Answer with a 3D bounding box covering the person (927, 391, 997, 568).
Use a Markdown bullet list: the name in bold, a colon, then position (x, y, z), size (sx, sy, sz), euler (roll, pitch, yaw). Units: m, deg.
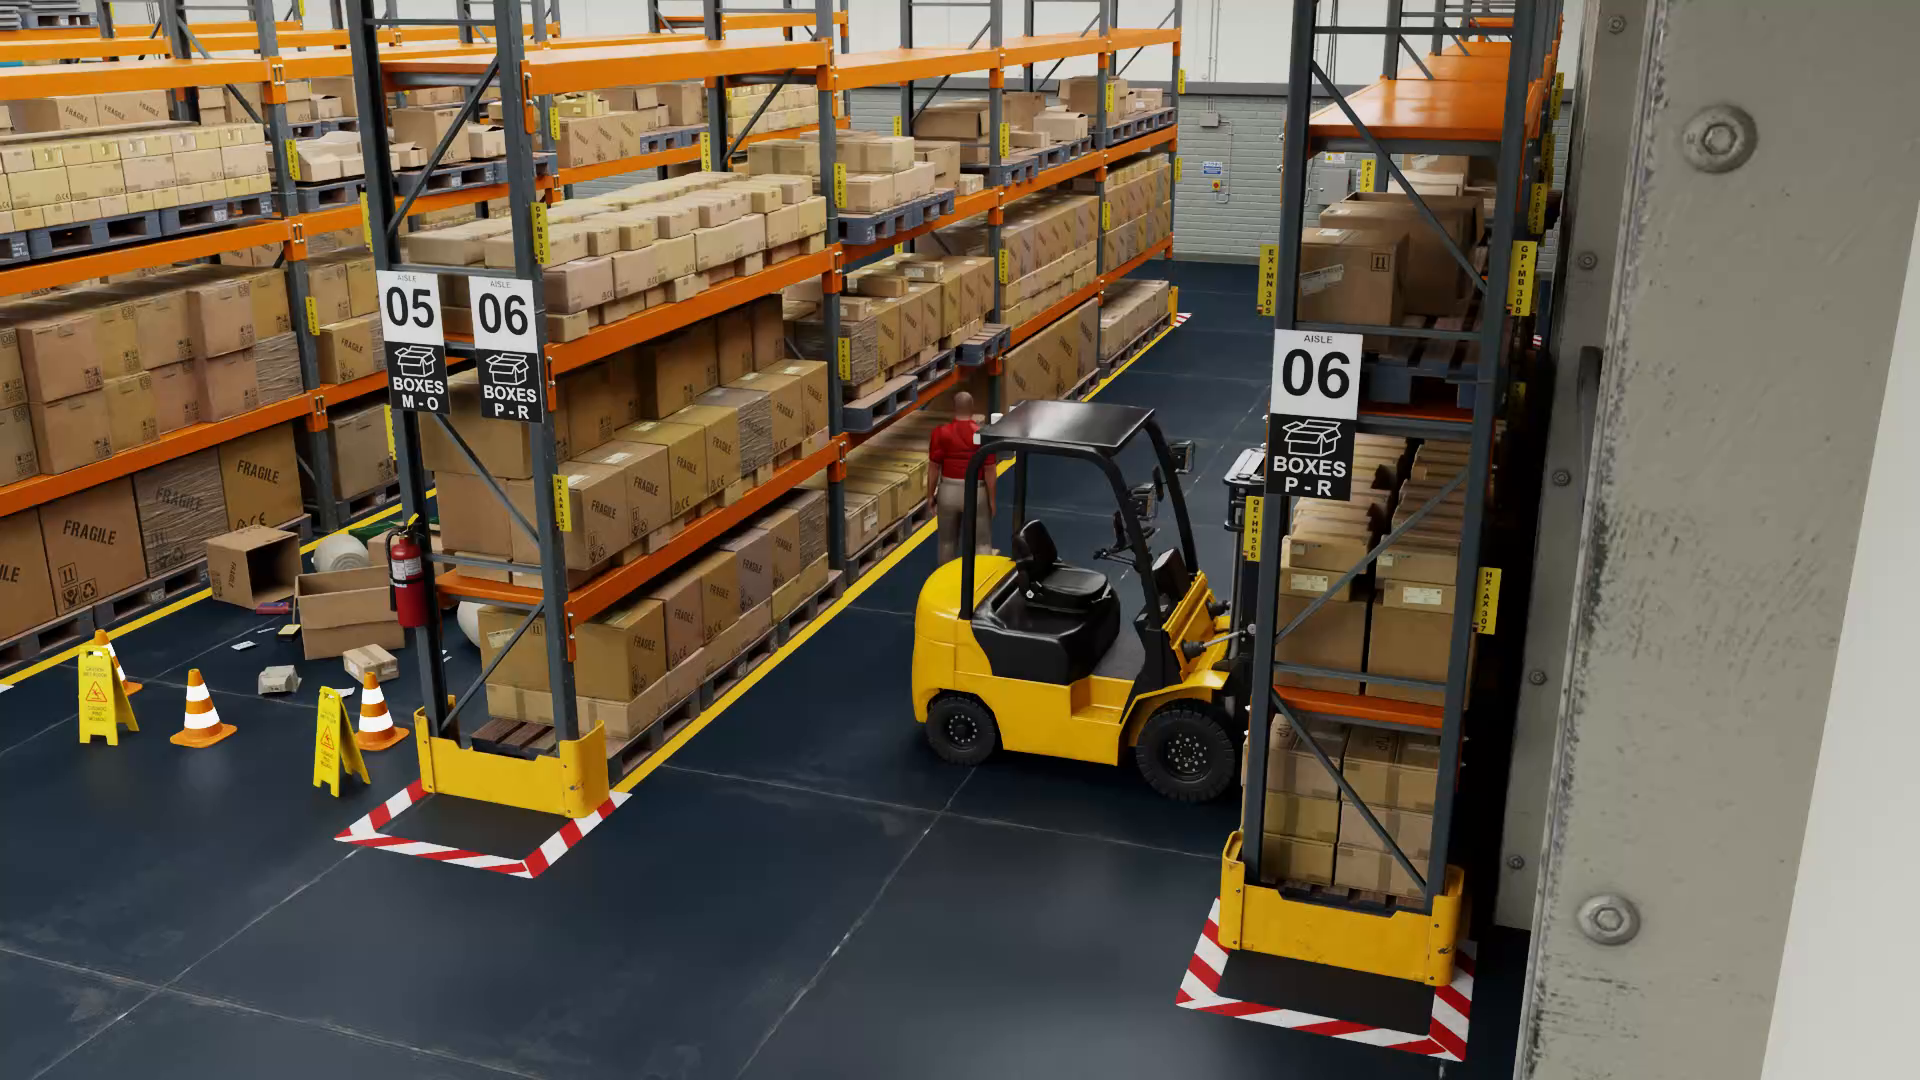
- **person**: position (0.031, -0.337, 13.102), size (0.559, 1.740, 0.578), euler (3, 19, 10)
